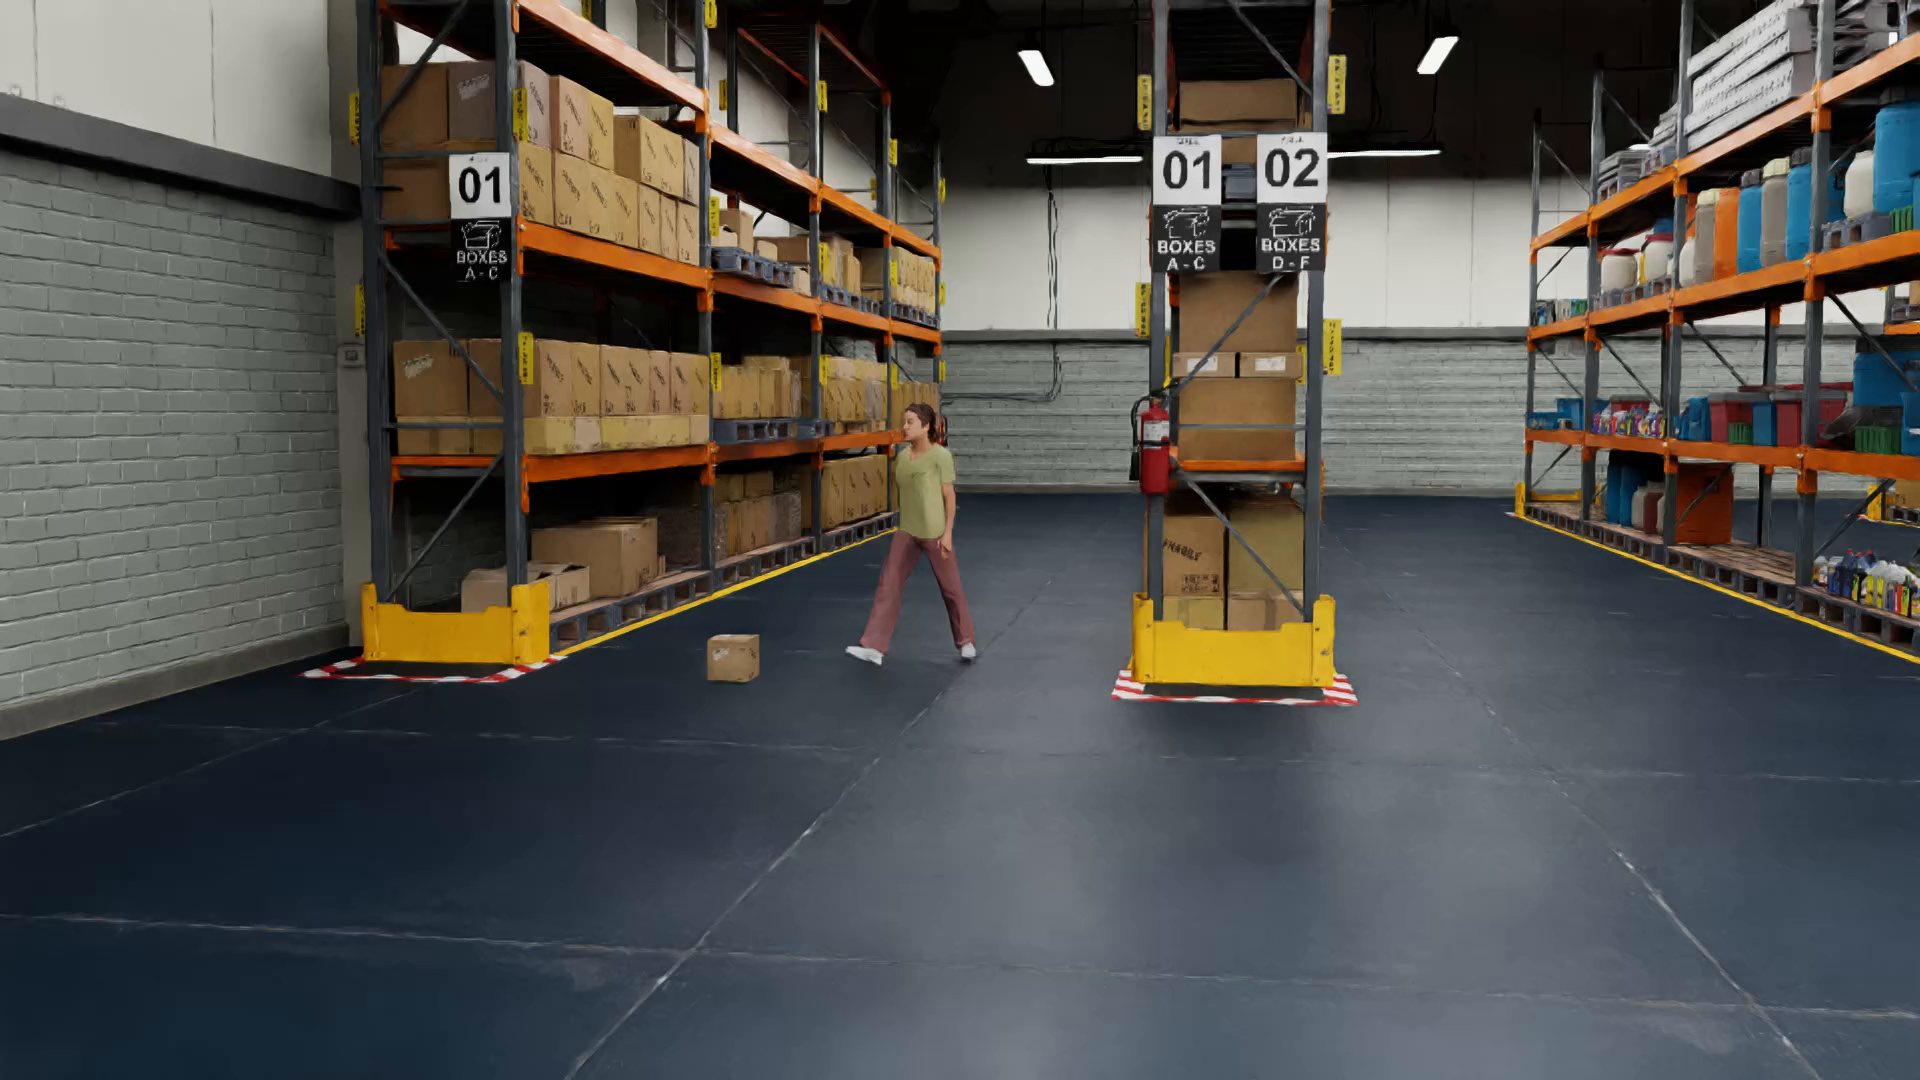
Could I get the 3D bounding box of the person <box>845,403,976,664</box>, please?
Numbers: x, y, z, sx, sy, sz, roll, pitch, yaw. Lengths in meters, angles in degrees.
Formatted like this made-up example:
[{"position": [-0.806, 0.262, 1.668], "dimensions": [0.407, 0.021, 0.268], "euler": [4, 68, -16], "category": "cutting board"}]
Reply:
[{"position": [-0.261, -0.042, 10.417], "dimensions": [0.541, 1.627, 0.900], "euler": [3, 5, 32], "category": "person"}]
